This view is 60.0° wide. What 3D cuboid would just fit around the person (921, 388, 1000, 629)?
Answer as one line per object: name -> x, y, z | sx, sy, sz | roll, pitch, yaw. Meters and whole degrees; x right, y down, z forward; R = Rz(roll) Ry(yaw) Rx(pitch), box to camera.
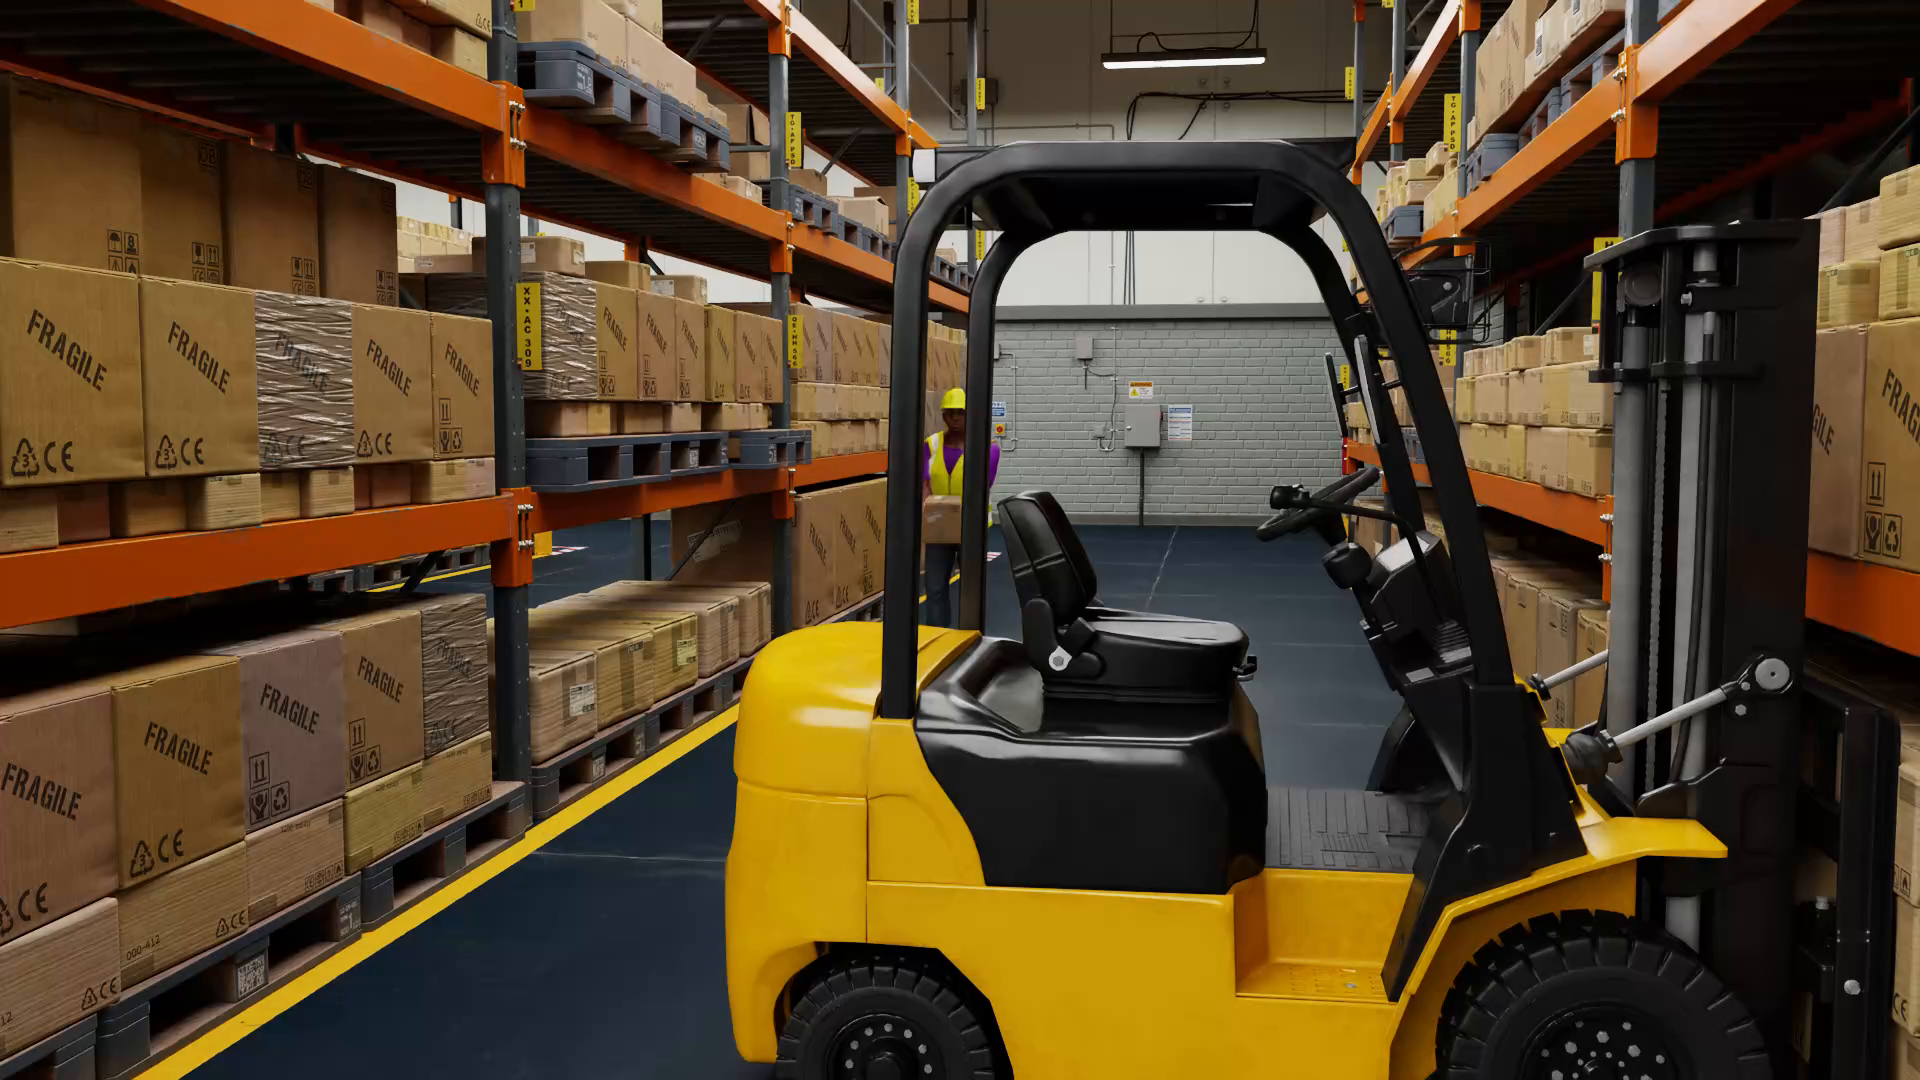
person -> -0.029, -0.054, 10.243 | 0.505, 1.756, 0.577 | 1, 5, 13
